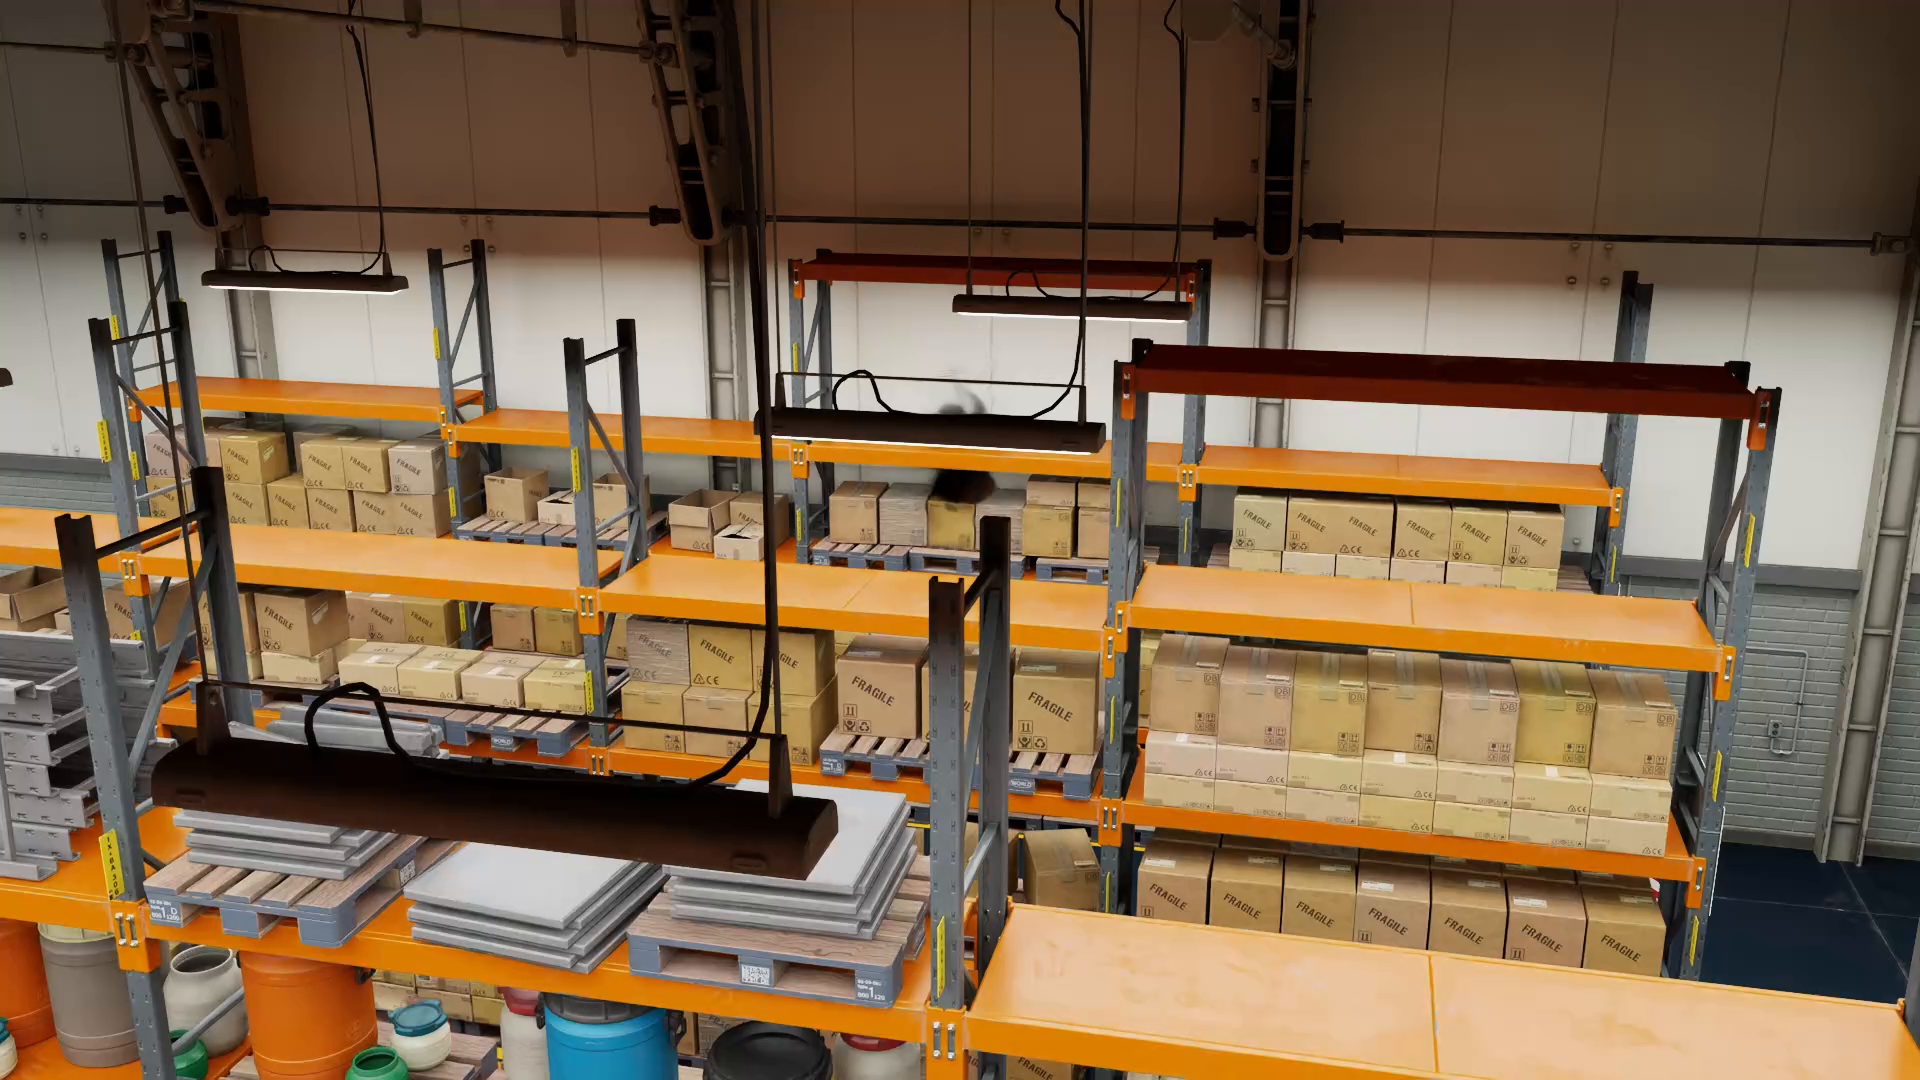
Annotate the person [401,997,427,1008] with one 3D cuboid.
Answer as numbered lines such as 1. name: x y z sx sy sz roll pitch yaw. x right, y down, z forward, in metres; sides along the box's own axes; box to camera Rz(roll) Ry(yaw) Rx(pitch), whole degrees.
1. person: -3.778 3.967 11.648 0.947 1.728 0.665 0 16 2
